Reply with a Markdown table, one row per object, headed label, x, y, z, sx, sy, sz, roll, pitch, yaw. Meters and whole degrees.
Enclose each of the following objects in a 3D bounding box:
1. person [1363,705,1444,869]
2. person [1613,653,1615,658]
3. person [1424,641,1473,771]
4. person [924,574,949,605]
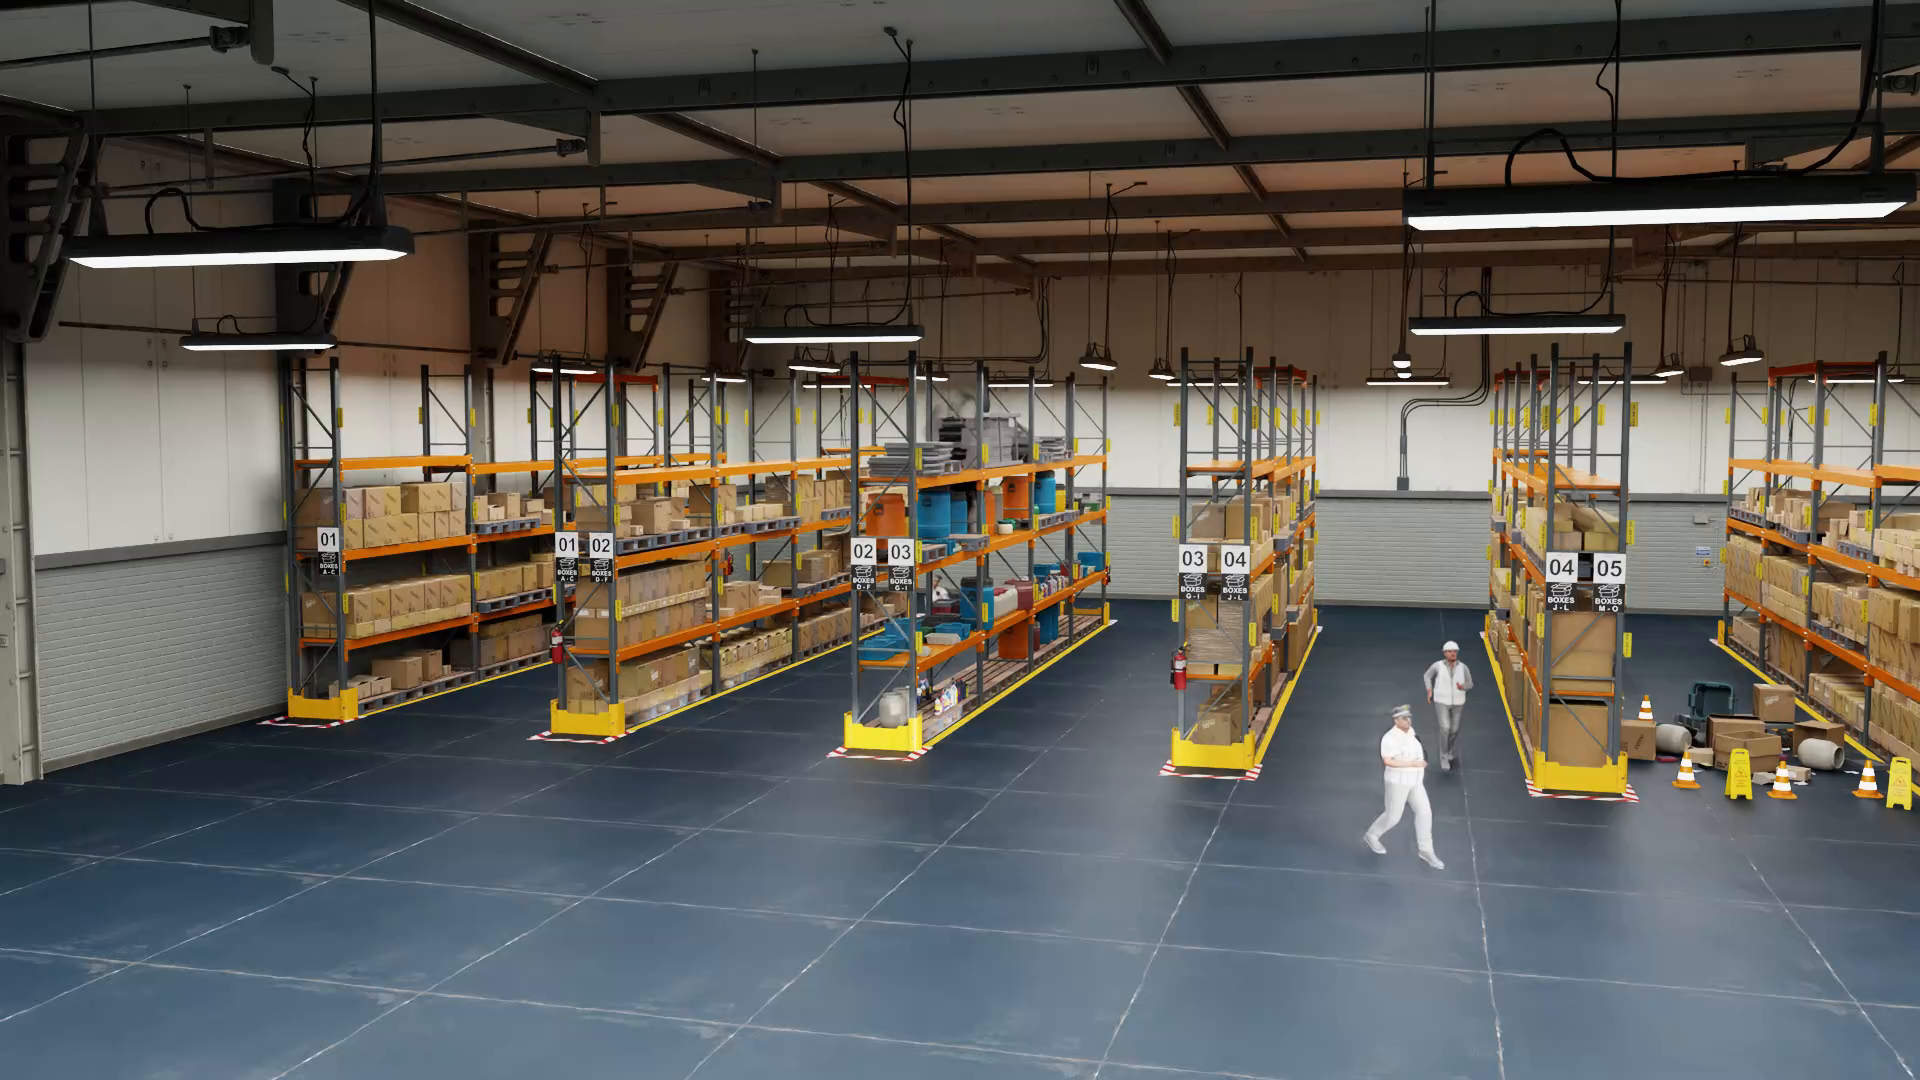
| label | x | y | z | sx | sy | sz | roll | pitch | yaw |
| --- | --- | --- | --- | --- | --- | --- | --- | --- | --- |
| person | 5.019 | 2.742 | 18.760 | 0.669 | 1.800 | 0.969 | -3 | 5 | -35 |
| person | 13.187 | 1.655 | 33.906 | 0.668 | 1.728 | 0.639 | 1 | 4 | 7 |
| person | 7.029 | 2.360 | 23.904 | 0.636 | 1.823 | 0.769 | 0 | 4 | 1 |
| person | -0.499 | 1.524 | 33.951 | 0.617 | 1.688 | 0.635 | 1 | 4 | 17 |
